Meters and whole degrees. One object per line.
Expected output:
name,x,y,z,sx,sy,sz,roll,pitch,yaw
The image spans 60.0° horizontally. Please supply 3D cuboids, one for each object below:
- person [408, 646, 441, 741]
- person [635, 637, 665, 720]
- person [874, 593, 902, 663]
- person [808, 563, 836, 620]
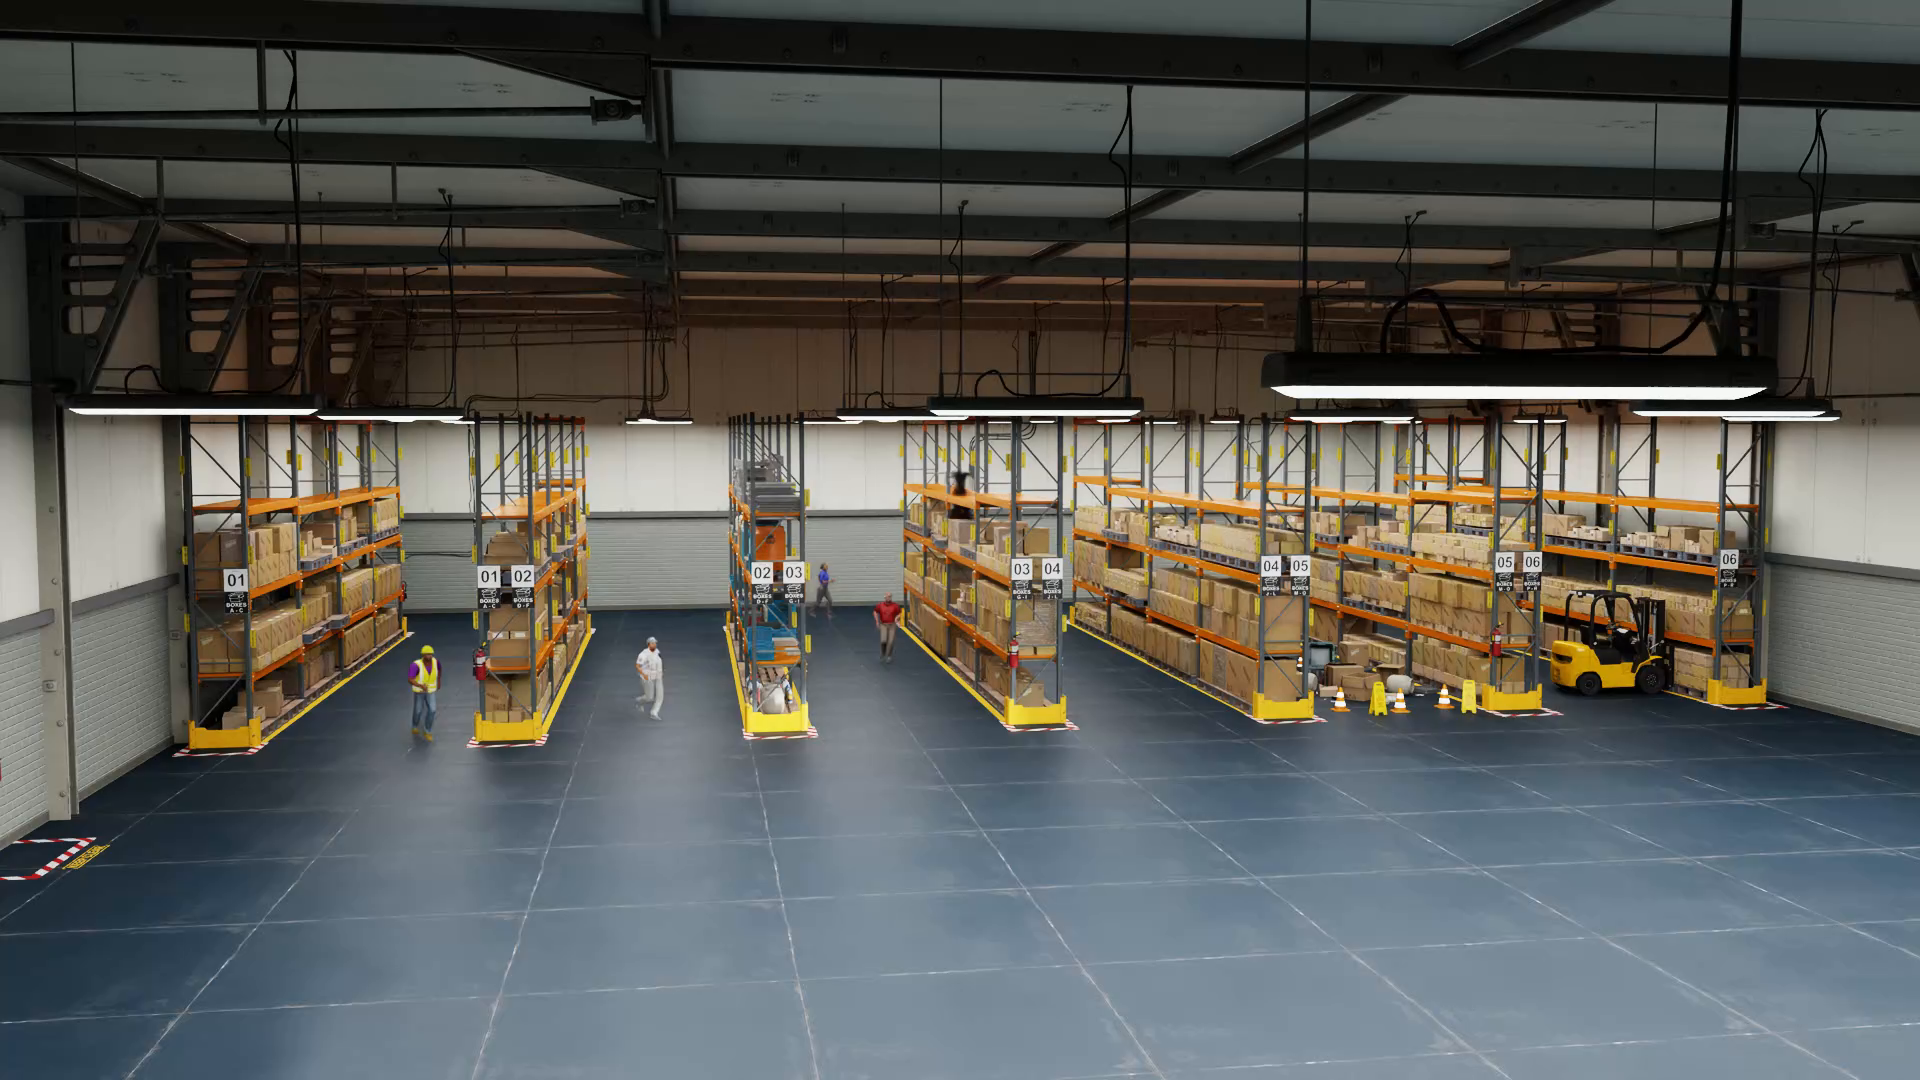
person,-9.821,2.806,30.531,0.680,1.771,0.891,-2,5,-32
person,-6.088,2.708,32.620,0.642,1.621,0.616,4,5,45
person,-1.740,2.139,40.326,0.668,1.726,0.669,0,4,-7
person,-4.103,1.522,49.526,0.861,1.705,0.560,1,4,15
